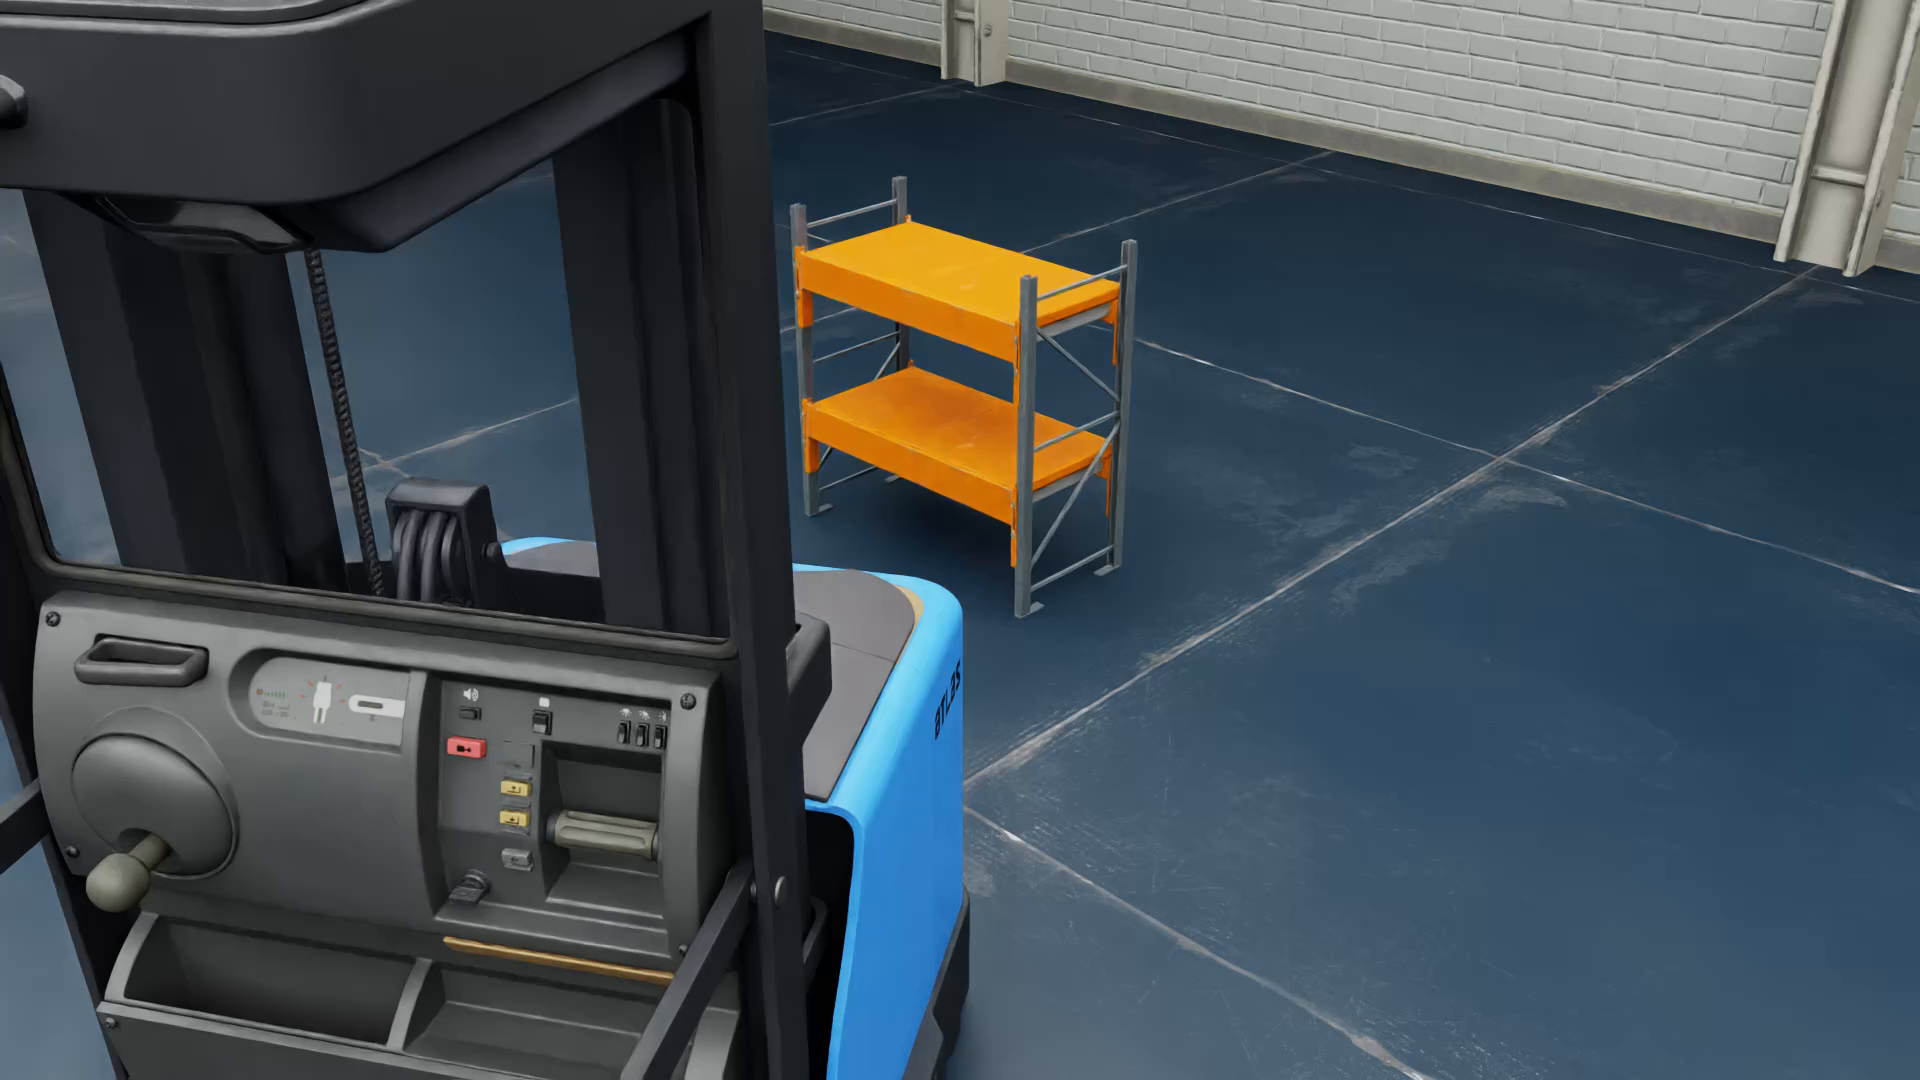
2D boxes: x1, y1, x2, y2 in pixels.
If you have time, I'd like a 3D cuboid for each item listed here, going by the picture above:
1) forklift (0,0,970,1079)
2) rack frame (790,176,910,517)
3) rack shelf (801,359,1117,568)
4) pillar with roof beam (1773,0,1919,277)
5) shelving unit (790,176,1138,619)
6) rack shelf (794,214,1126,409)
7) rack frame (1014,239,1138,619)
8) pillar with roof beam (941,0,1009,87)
[{"bbox_3d":[-0.807,0.350,1.935,1.130,2.935,3.031,6,28,11],"label":"forklift"},{"bbox_3d":[-0.367,-0.666,5.808,0.032,1.125,0.500,25,36,38],"label":"rack frame"},{"bbox_3d":[-0.005,-0.284,5.606,1.000,0.278,0.538,25,36,38],"label":"rack shelf"},{"bbox_3d":[1.365,-3.967,3.624,0.400,9.000,9.100,25,36,38],"label":"pillar with roof beam"},{"bbox_3d":[-0.005,-0.500,5.492,1.048,1.125,0.538,25,36,38],"label":"shelving unit"},{"bbox_3d":[-0.005,-0.759,5.356,1.000,0.278,0.538,25,36,38],"label":"rack shelf"},{"bbox_3d":[0.358,-0.334,5.177,0.032,1.125,0.500,25,36,38],"label":"rack frame"},{"bbox_3d":[-2.913,-5.924,7.348,0.400,9.000,9.100,25,36,38],"label":"pillar with roof beam"}]
